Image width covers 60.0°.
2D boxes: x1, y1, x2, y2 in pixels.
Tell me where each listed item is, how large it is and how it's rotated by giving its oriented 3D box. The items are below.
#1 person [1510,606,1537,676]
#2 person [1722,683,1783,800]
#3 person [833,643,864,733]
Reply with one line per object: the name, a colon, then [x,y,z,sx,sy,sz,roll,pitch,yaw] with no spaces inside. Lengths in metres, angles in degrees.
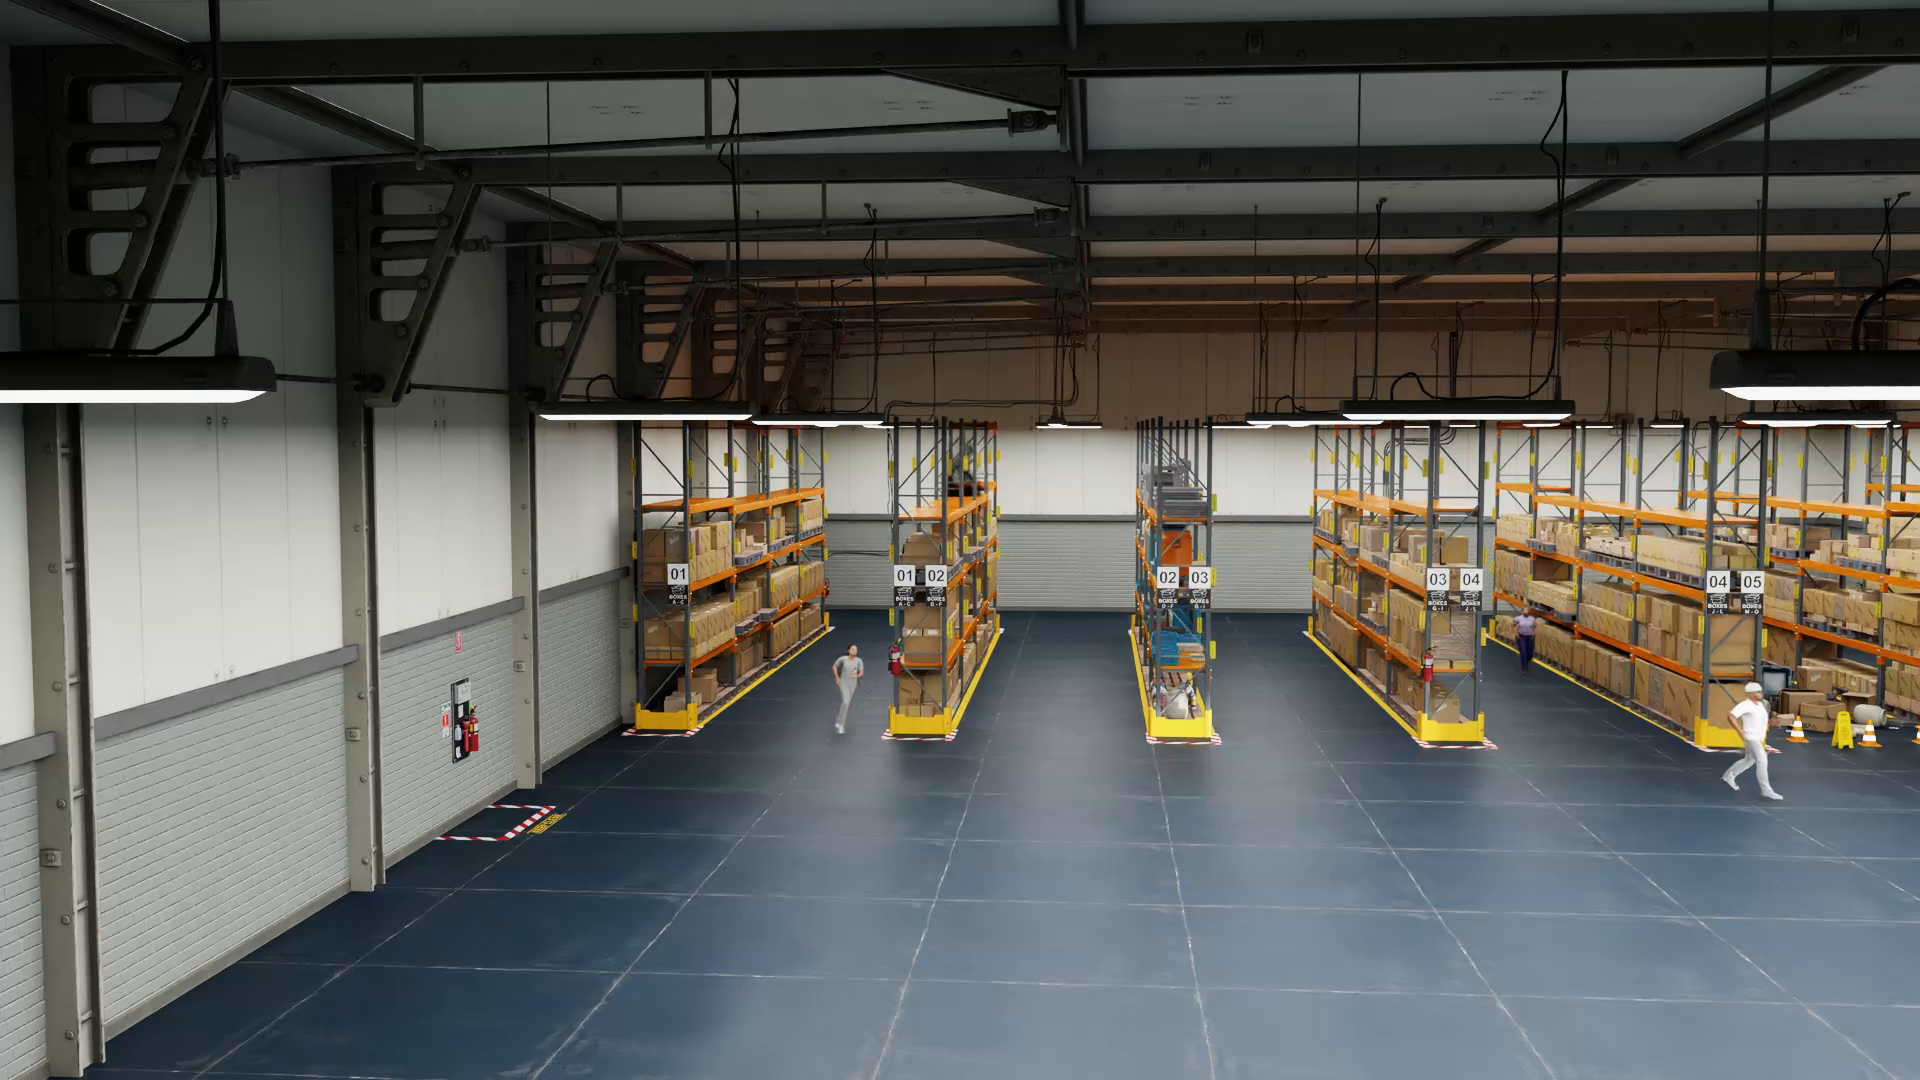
person: [13.308,2.354,39.227,0.616,1.625,0.679,0,4,3]
person: [12.407,3.107,25.997,0.968,1.757,0.705,4,5,44]
person: [-2.135,2.773,31.898,0.546,1.599,0.671,-2,4,-25]
